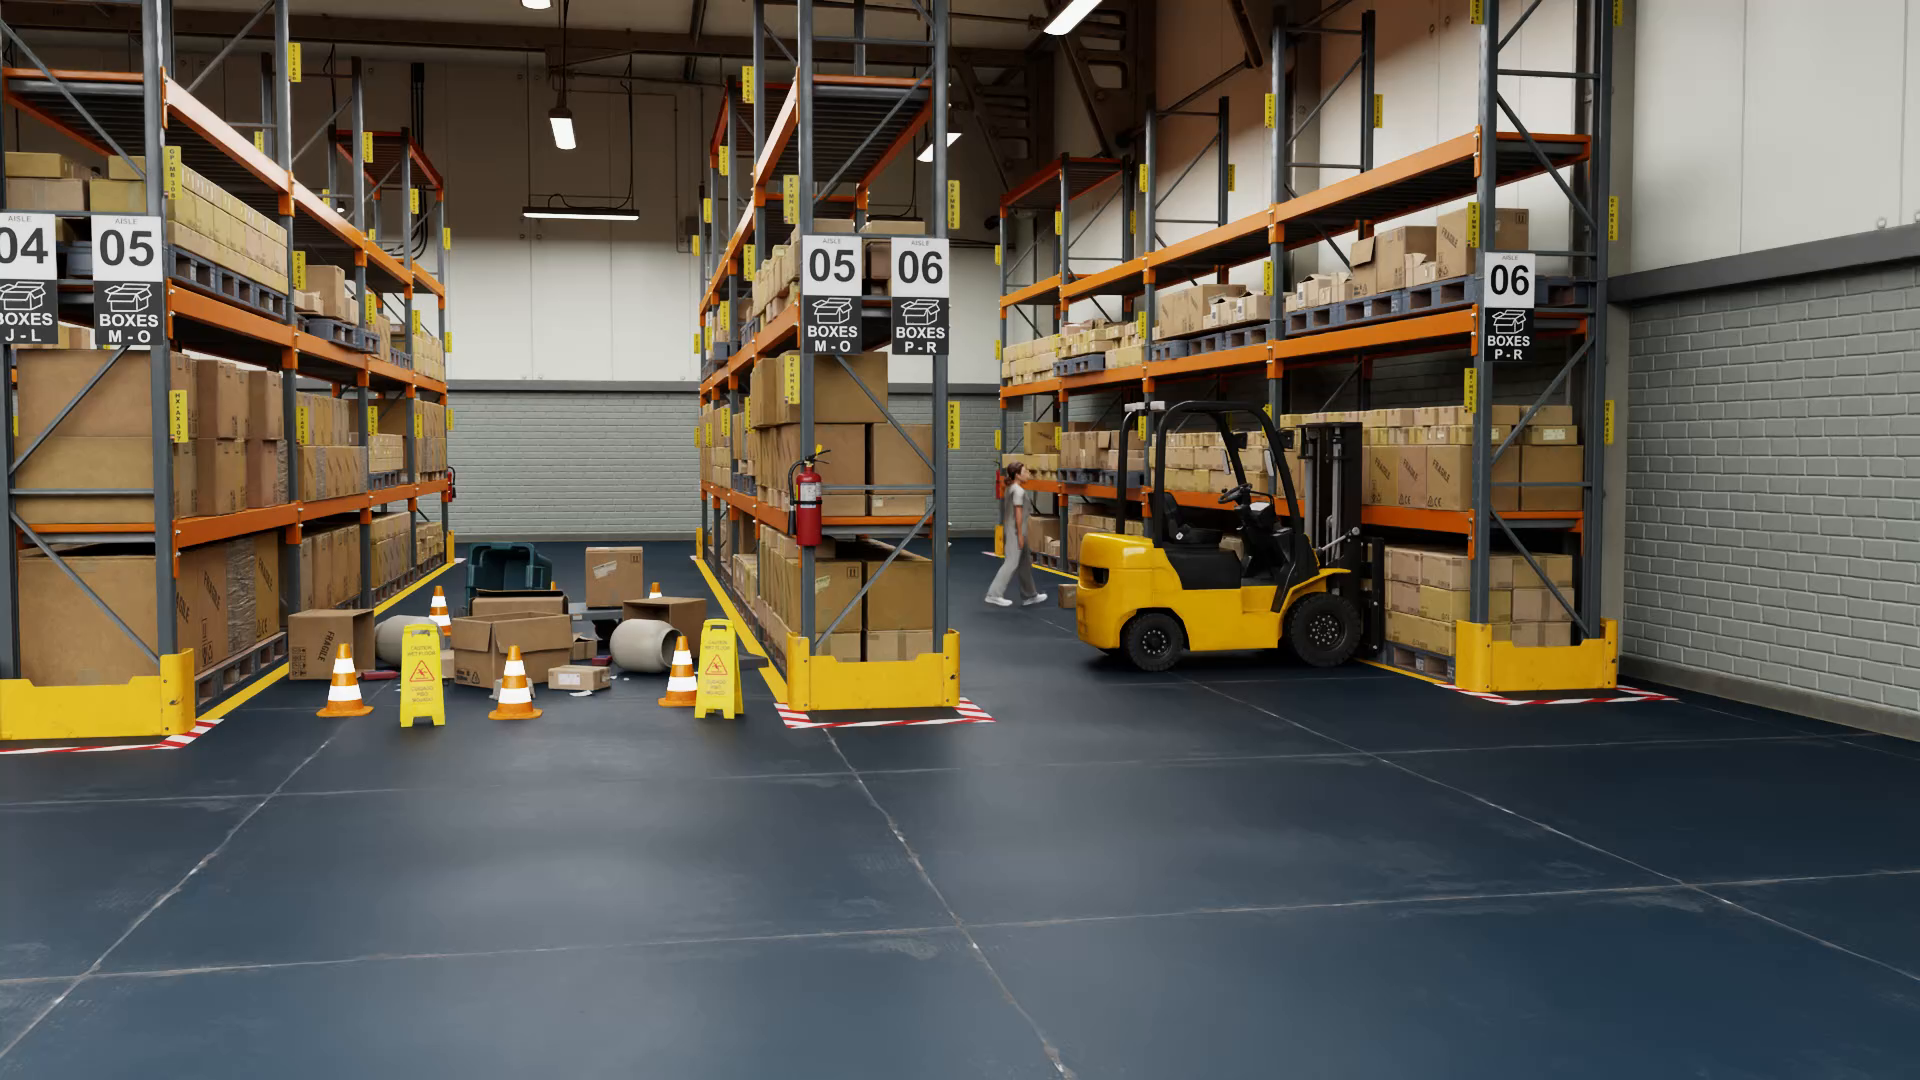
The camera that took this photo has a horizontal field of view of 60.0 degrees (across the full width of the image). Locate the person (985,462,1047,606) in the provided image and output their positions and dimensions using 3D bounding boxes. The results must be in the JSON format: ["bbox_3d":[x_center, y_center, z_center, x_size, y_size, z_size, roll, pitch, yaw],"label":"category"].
[{"bbox_3d":[0.639,-0.054,18.430,0.873,1.625,0.834,-1,3,-12],"label":"person"}]
